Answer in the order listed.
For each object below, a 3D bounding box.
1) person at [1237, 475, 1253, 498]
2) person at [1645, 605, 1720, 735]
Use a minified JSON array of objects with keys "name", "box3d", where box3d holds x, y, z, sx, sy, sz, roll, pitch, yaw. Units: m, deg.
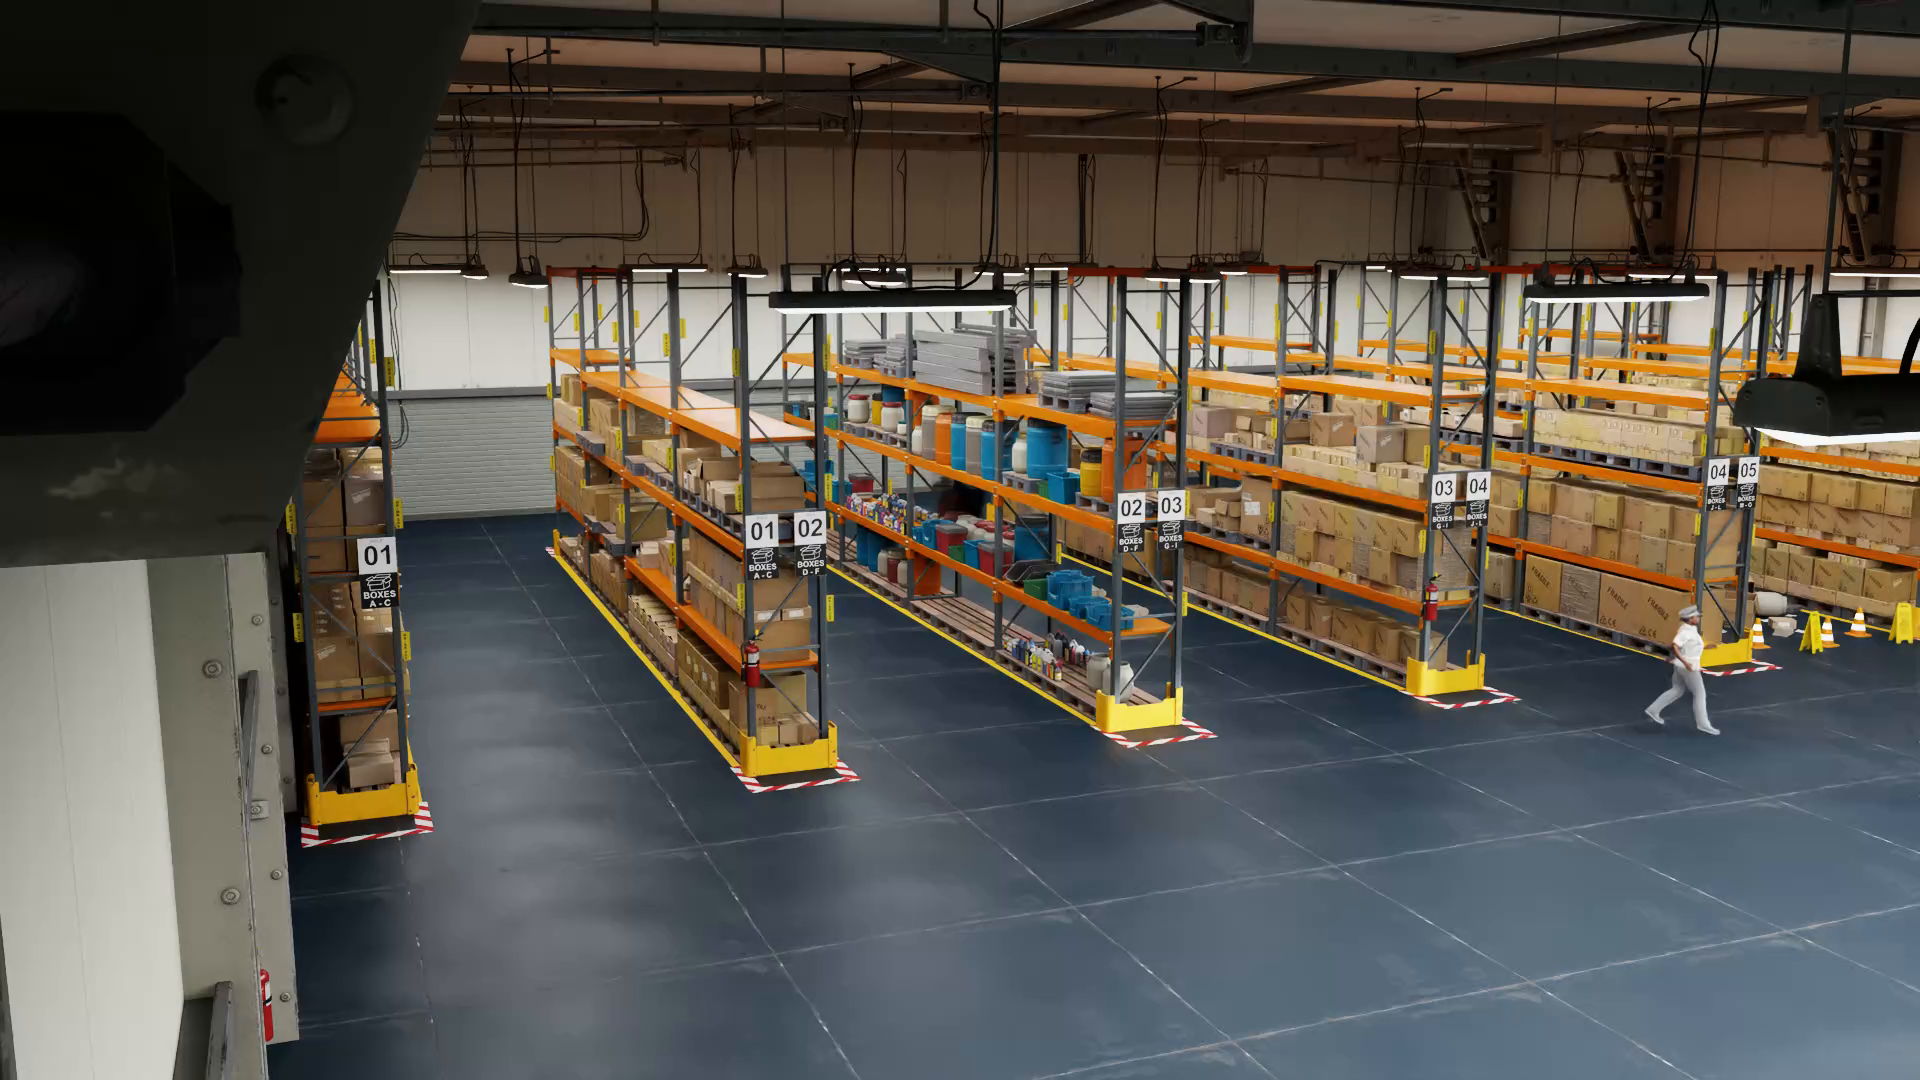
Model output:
[{"name":"person","box3d":[6.064,-0.619,35.700,0.562,1.648,0.810,-4,11,-19]},{"name":"person","box3d":[9.584,1.692,21.944,0.926,1.701,0.570,3,10,14]}]
